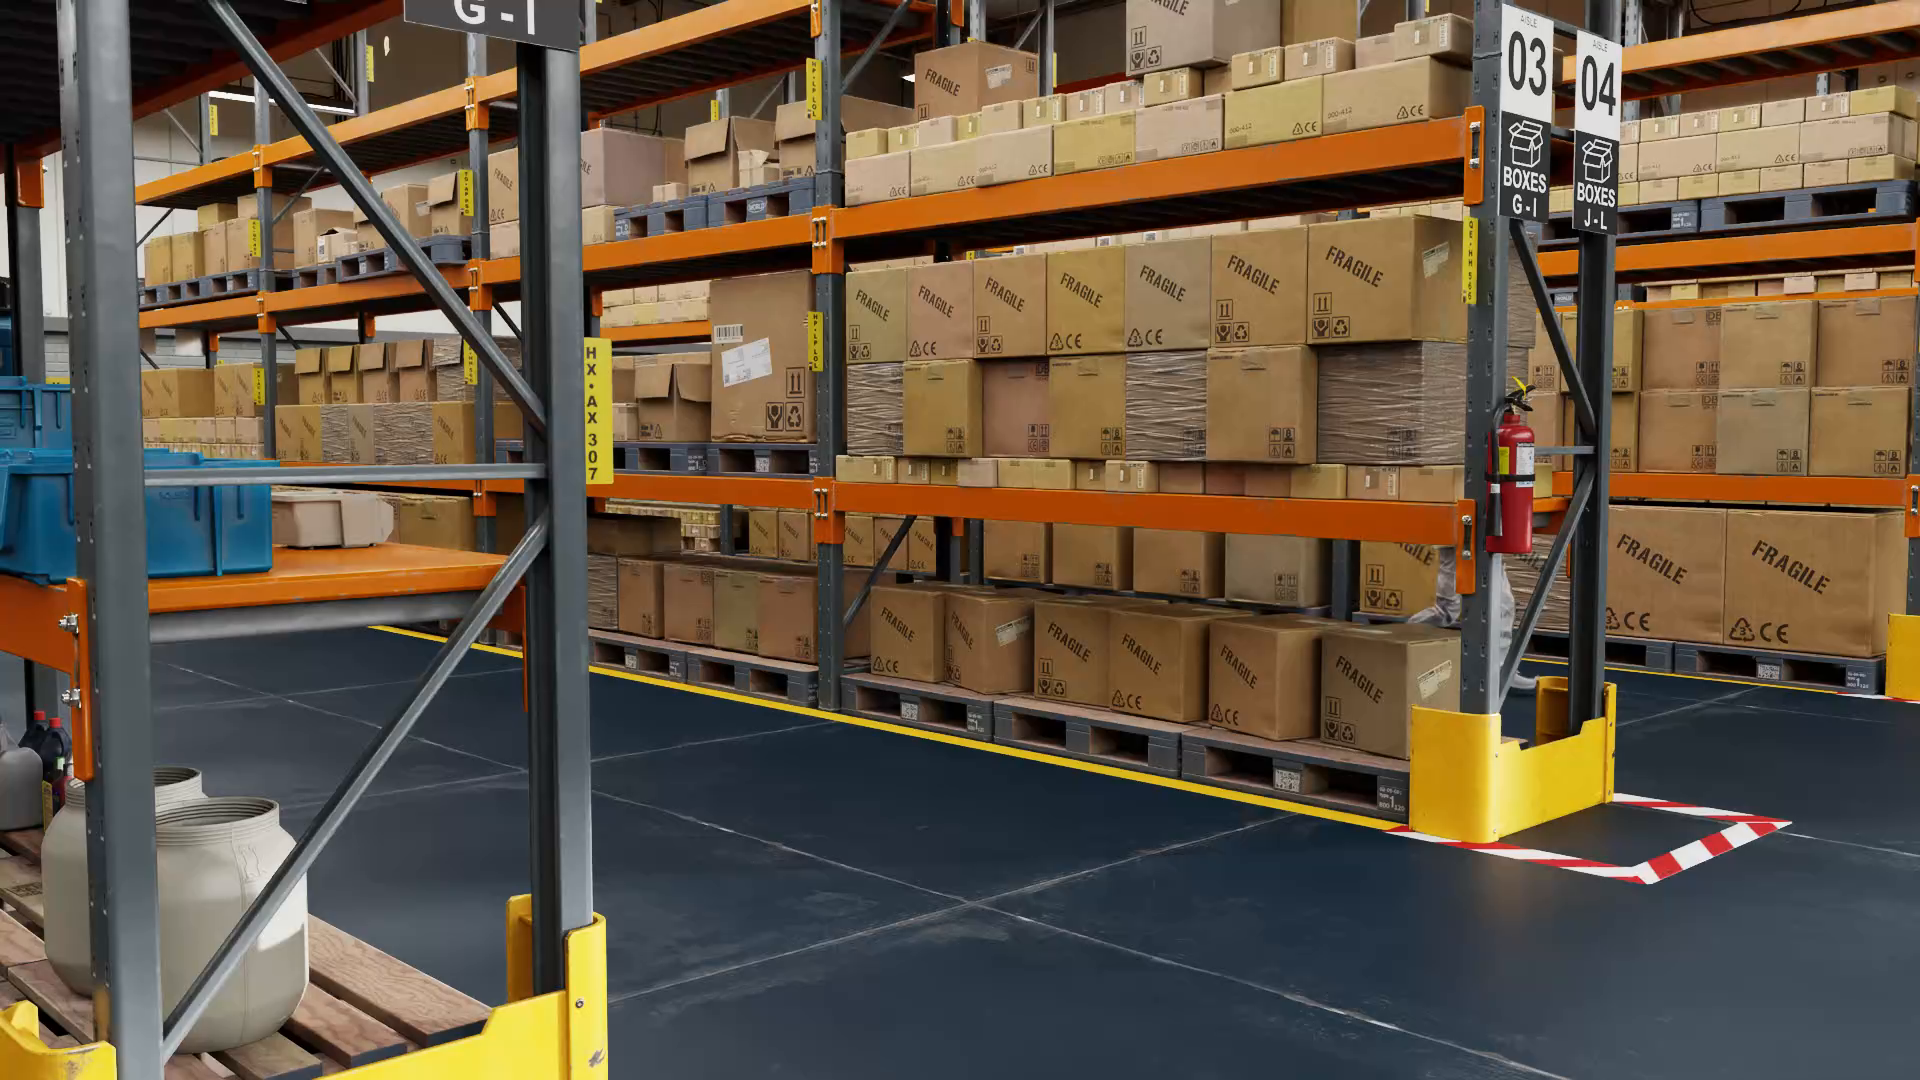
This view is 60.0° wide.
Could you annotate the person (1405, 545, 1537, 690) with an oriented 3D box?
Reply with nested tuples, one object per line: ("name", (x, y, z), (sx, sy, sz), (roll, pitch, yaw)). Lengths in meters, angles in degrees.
("person", (3.027, 0.036, 10.027), (0.971, 1.749, 0.548), (3, 5, 34))
